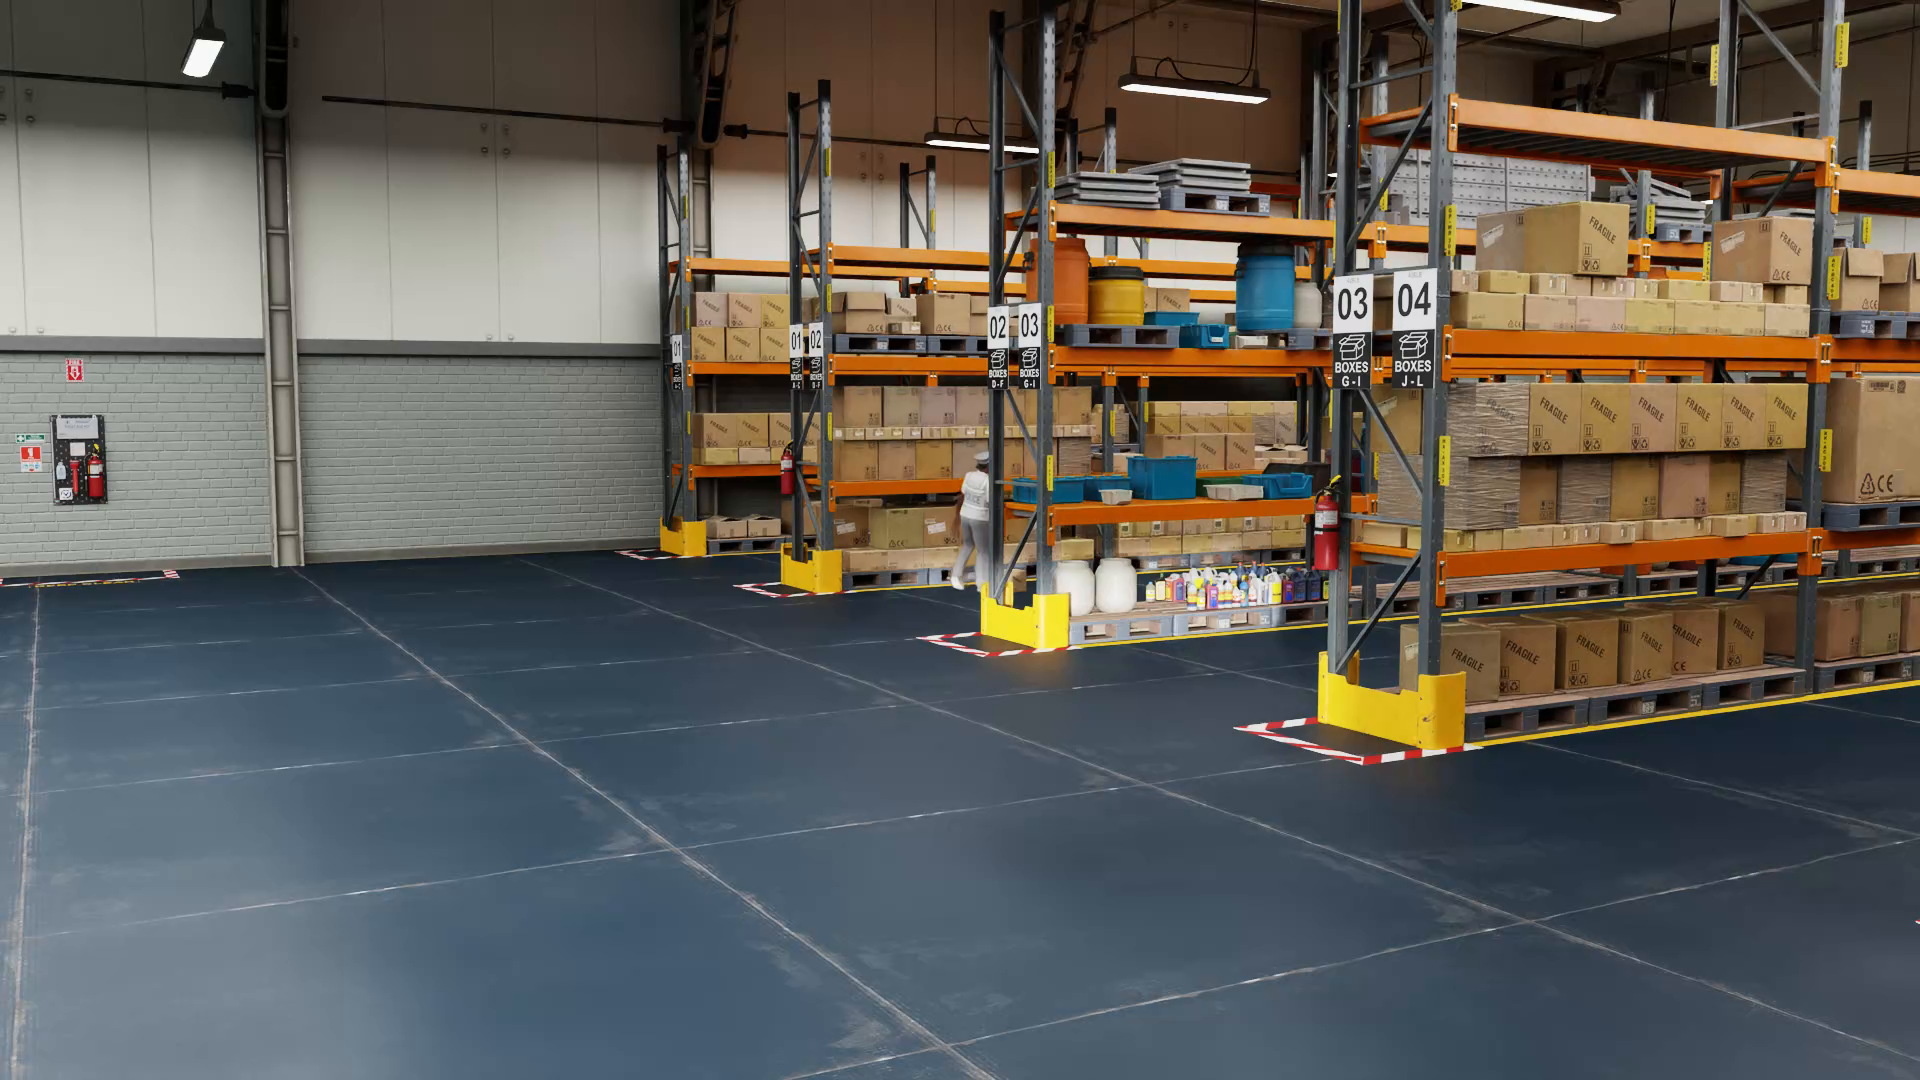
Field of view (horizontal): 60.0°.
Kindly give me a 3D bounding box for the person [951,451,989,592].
[{"bbox_3d":[0.220,-0.215,19.698,0.483,1.683,0.636,-5,7,-42],"label":"person"}]
